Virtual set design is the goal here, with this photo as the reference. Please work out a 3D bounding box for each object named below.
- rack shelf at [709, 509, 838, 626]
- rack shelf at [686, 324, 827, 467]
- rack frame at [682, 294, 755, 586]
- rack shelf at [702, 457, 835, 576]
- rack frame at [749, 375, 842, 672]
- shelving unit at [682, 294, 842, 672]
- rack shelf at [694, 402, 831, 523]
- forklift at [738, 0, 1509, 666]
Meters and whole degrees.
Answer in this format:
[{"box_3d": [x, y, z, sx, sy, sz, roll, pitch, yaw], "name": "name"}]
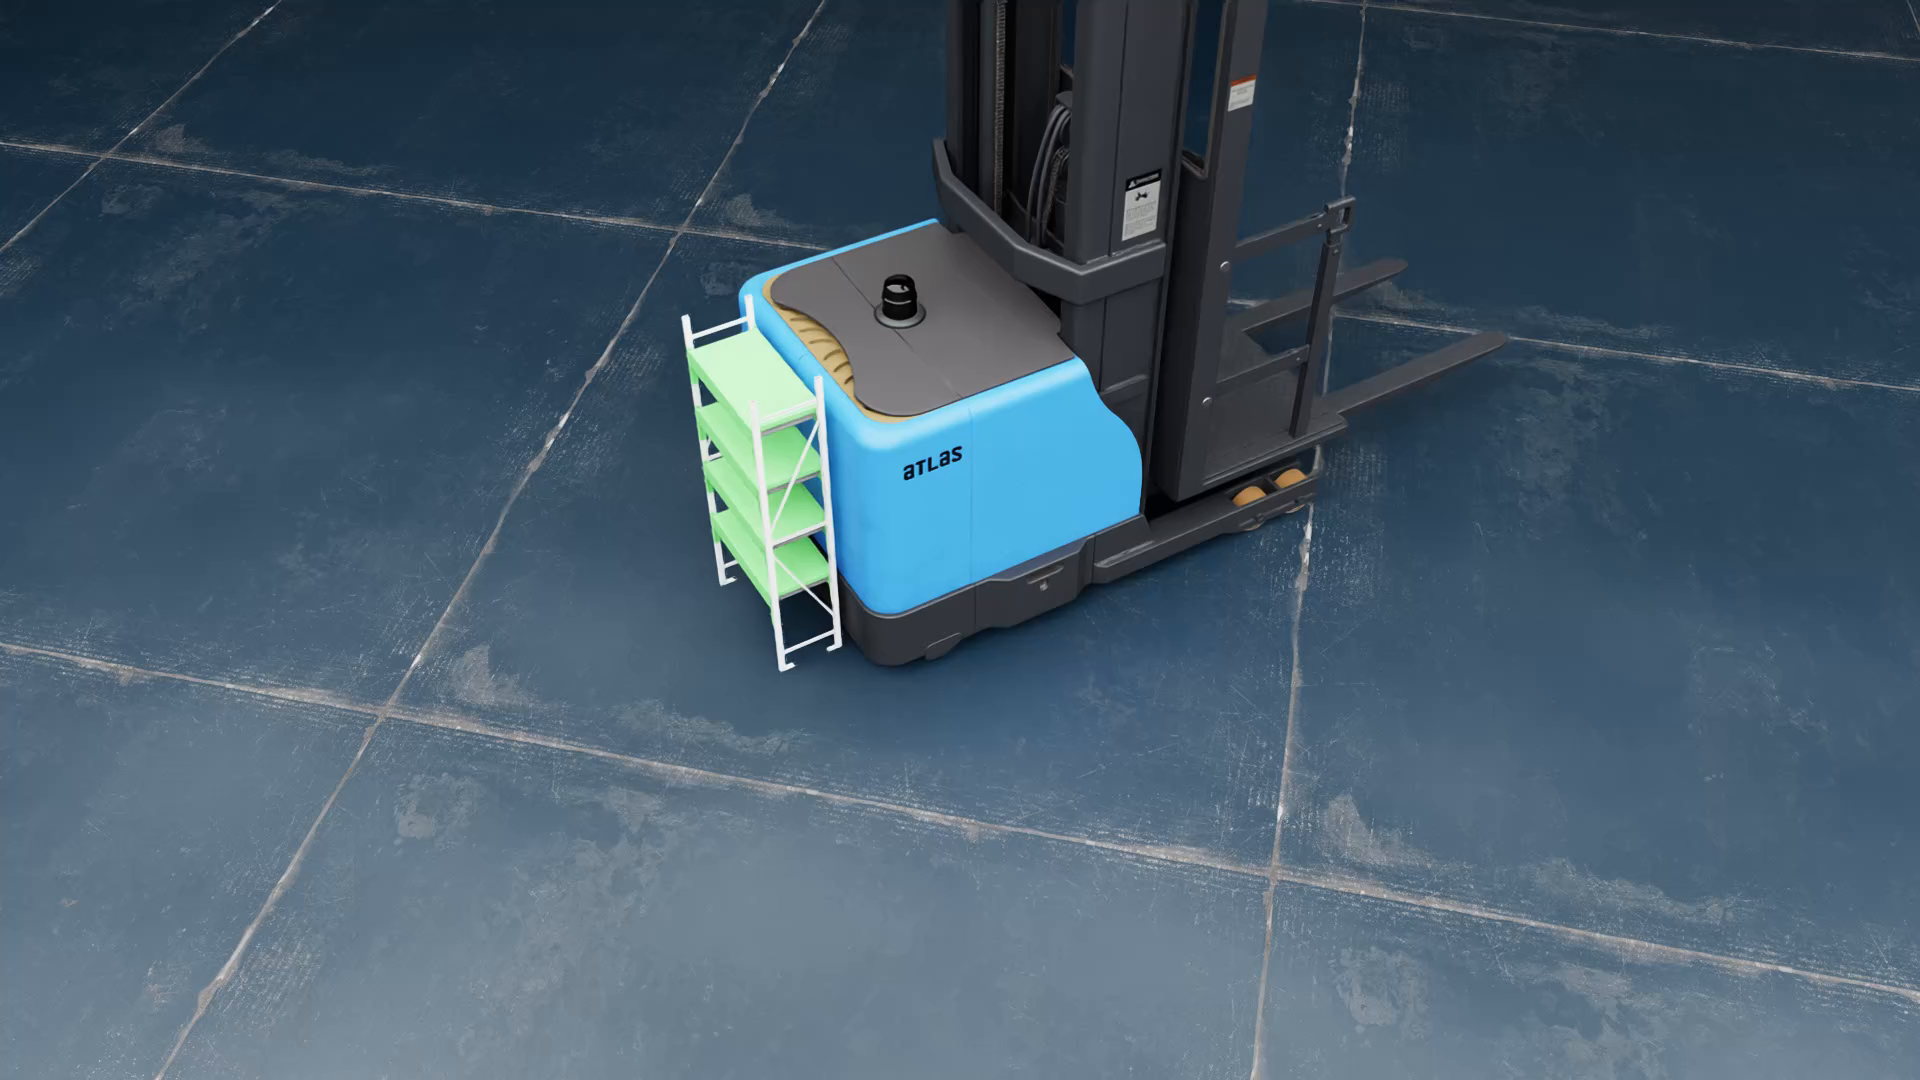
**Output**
[{"box_3d": [-0.648, 0.054, 5.767, 0.258, 0.148, 0.480, -22, 48, -22], "name": "rack shelf"}, {"box_3d": [-0.648, -0.465, 5.268, 0.258, 0.148, 0.480, -22, 48, -22], "name": "rack shelf"}, {"box_3d": [-0.773, -0.311, 5.708, 0.240, 1.200, 0.015, -22, 48, -22], "name": "rack frame"}, {"box_3d": [-0.648, -0.119, 5.601, 0.258, 0.148, 0.480, -22, 48, -22], "name": "rack shelf"}, {"box_3d": [-0.523, -0.020, 5.406, 0.240, 1.200, 0.015, -22, 48, -22], "name": "rack frame"}, {"box_3d": [-0.648, -0.165, 5.557, 0.258, 1.200, 0.503, -22, 48, -22], "name": "shelving unit"}, {"box_3d": [-0.648, -0.292, 5.434, 0.258, 0.148, 0.480, -22, 48, -22], "name": "rack shelf"}, {"box_3d": [0.768, -1.389, 5.579, 3.031, 2.935, 1.130, -22, 48, -21], "name": "forklift"}]
